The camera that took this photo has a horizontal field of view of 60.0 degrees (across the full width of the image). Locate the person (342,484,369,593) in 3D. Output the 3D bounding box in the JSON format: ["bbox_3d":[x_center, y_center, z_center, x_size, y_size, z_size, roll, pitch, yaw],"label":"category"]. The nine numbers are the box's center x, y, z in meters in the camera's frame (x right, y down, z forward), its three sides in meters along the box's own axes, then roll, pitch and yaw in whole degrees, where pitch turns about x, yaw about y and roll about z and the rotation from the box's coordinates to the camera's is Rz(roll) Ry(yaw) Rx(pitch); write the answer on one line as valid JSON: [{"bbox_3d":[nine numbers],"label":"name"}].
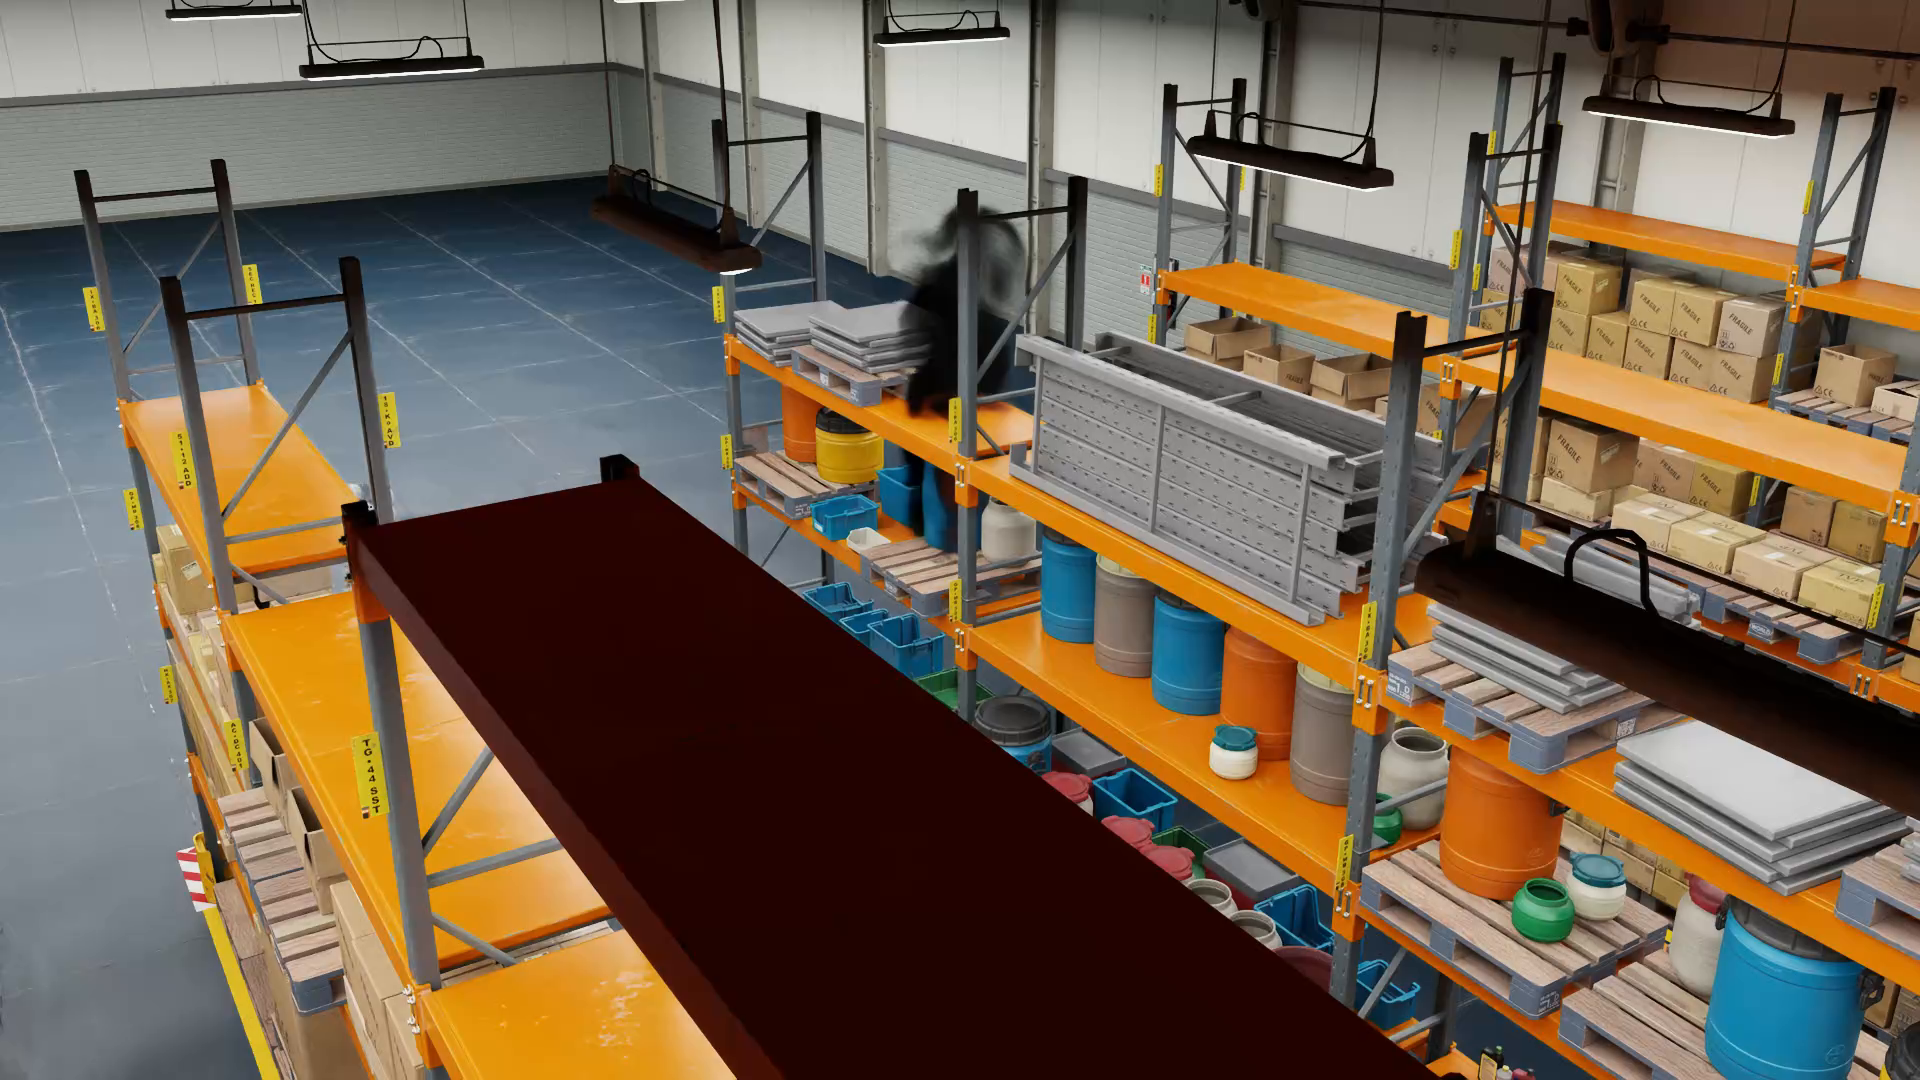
[{"bbox_3d":[-6.554,0.231,18.357,0.930,1.812,0.672,-3,22,-8],"label":"person"}]
